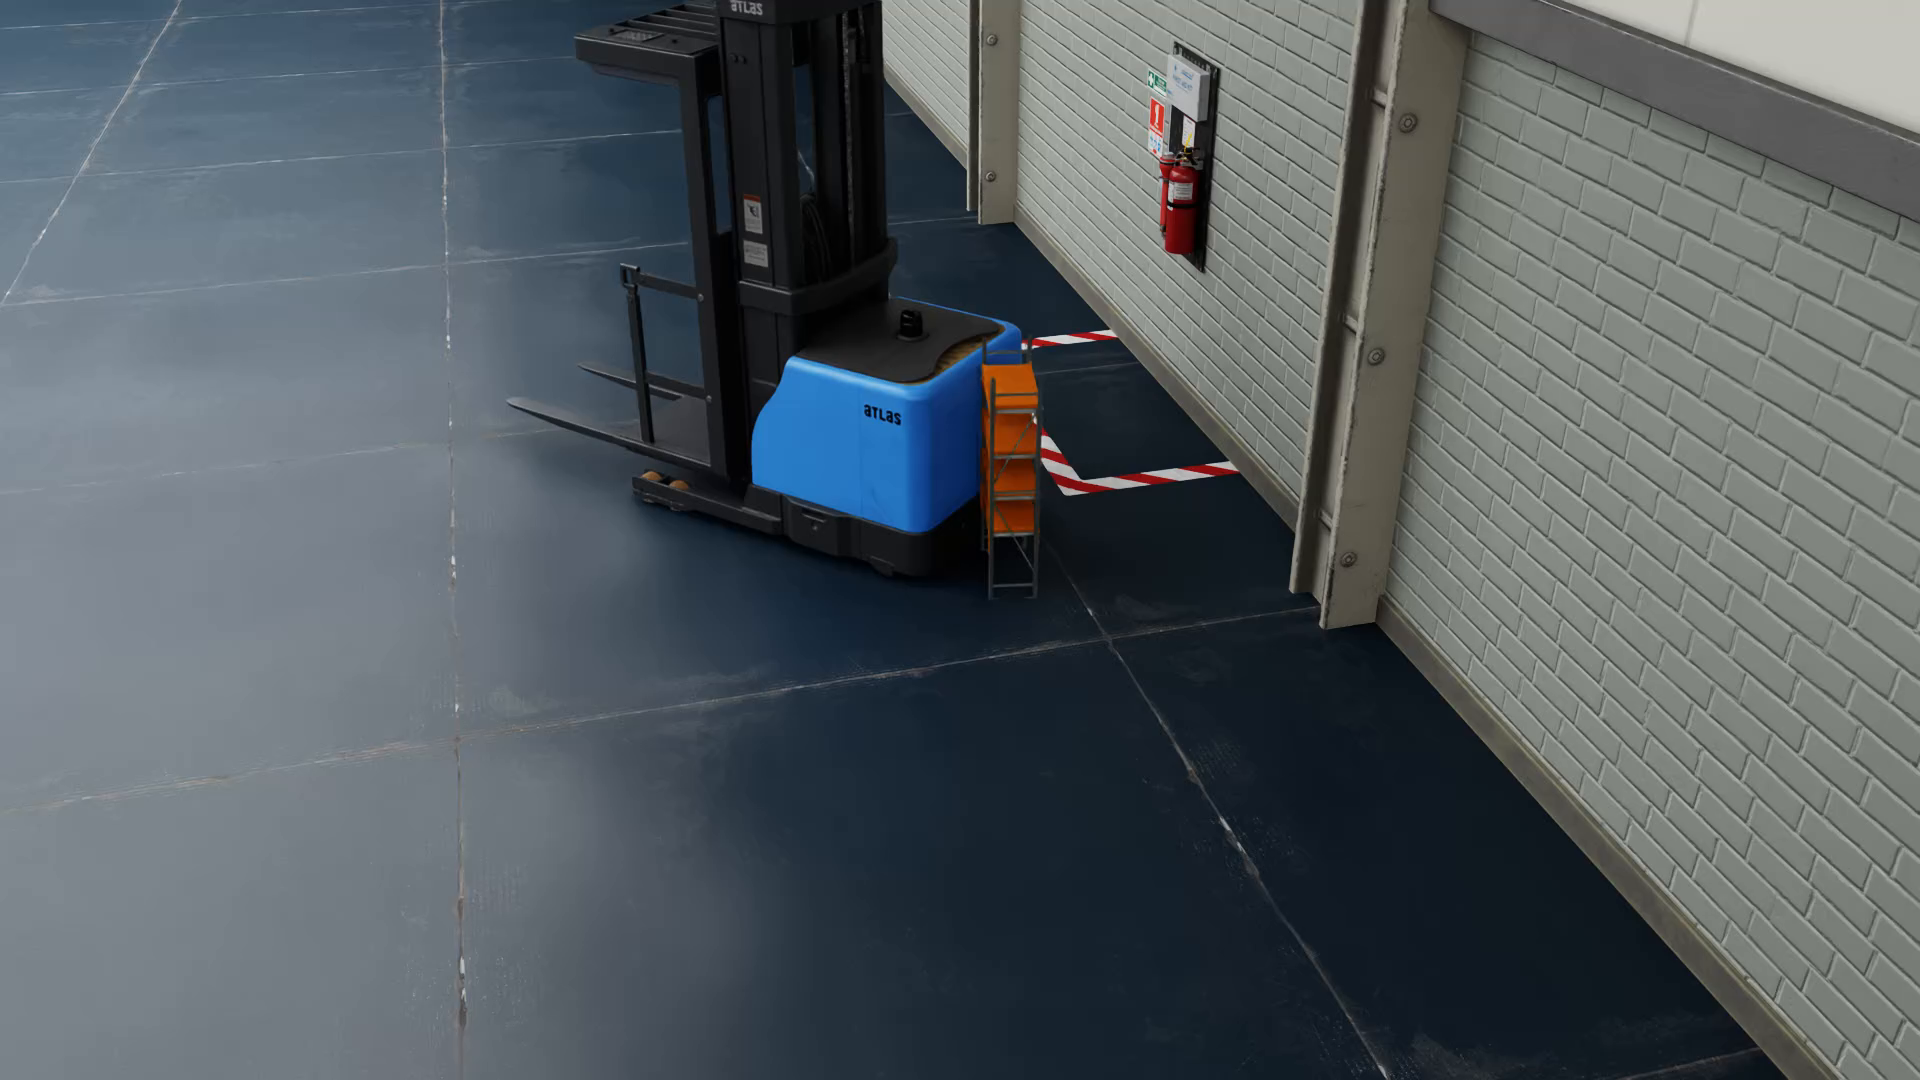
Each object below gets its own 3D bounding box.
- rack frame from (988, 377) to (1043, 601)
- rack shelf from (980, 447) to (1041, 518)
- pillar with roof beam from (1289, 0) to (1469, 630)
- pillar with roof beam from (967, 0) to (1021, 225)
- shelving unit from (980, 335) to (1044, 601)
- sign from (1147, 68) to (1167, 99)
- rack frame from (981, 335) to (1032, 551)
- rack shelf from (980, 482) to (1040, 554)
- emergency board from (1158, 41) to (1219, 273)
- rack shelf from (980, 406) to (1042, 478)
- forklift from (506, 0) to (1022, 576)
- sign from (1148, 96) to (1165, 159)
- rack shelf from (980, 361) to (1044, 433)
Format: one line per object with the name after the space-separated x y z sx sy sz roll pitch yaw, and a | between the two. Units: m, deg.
0.261 -0.225 7.941 0.240 1.200 0.015 -2 30 -3 | rack frame
0.245 -0.289 8.185 0.258 0.148 0.480 -2 30 -3 | rack shelf
-2.304 -3.007 4.961 9.100 9.000 0.400 -8 31 -13 | pillar with roof beam
-3.896 -5.904 9.968 9.100 9.000 0.400 -8 31 -13 | pillar with roof beam
0.245 -0.347 8.152 0.258 1.200 0.503 -2 30 -3 | shelving unit
1.173 -2.703 9.862 0.001 0.109 0.331 -8 31 -13 | sign
0.229 -0.469 8.362 0.240 1.200 0.015 -2 30 -3 | rack frame
0.245 -0.117 8.285 0.258 0.148 0.480 -2 30 -3 | rack shelf
1.228 -2.181 9.524 0.194 1.169 0.643 -8 31 -13 | emergency board
0.245 -0.482 8.073 0.258 0.148 0.480 -2 30 -3 | rack shelf
-1.191 -1.628 8.636 3.031 2.935 1.130 17 34 27 | forklift
1.180 -2.477 10.000 0.001 0.329 0.234 -8 31 -13 | sign
0.245 -0.687 7.955 0.258 0.148 0.480 -2 30 -3 | rack shelf
